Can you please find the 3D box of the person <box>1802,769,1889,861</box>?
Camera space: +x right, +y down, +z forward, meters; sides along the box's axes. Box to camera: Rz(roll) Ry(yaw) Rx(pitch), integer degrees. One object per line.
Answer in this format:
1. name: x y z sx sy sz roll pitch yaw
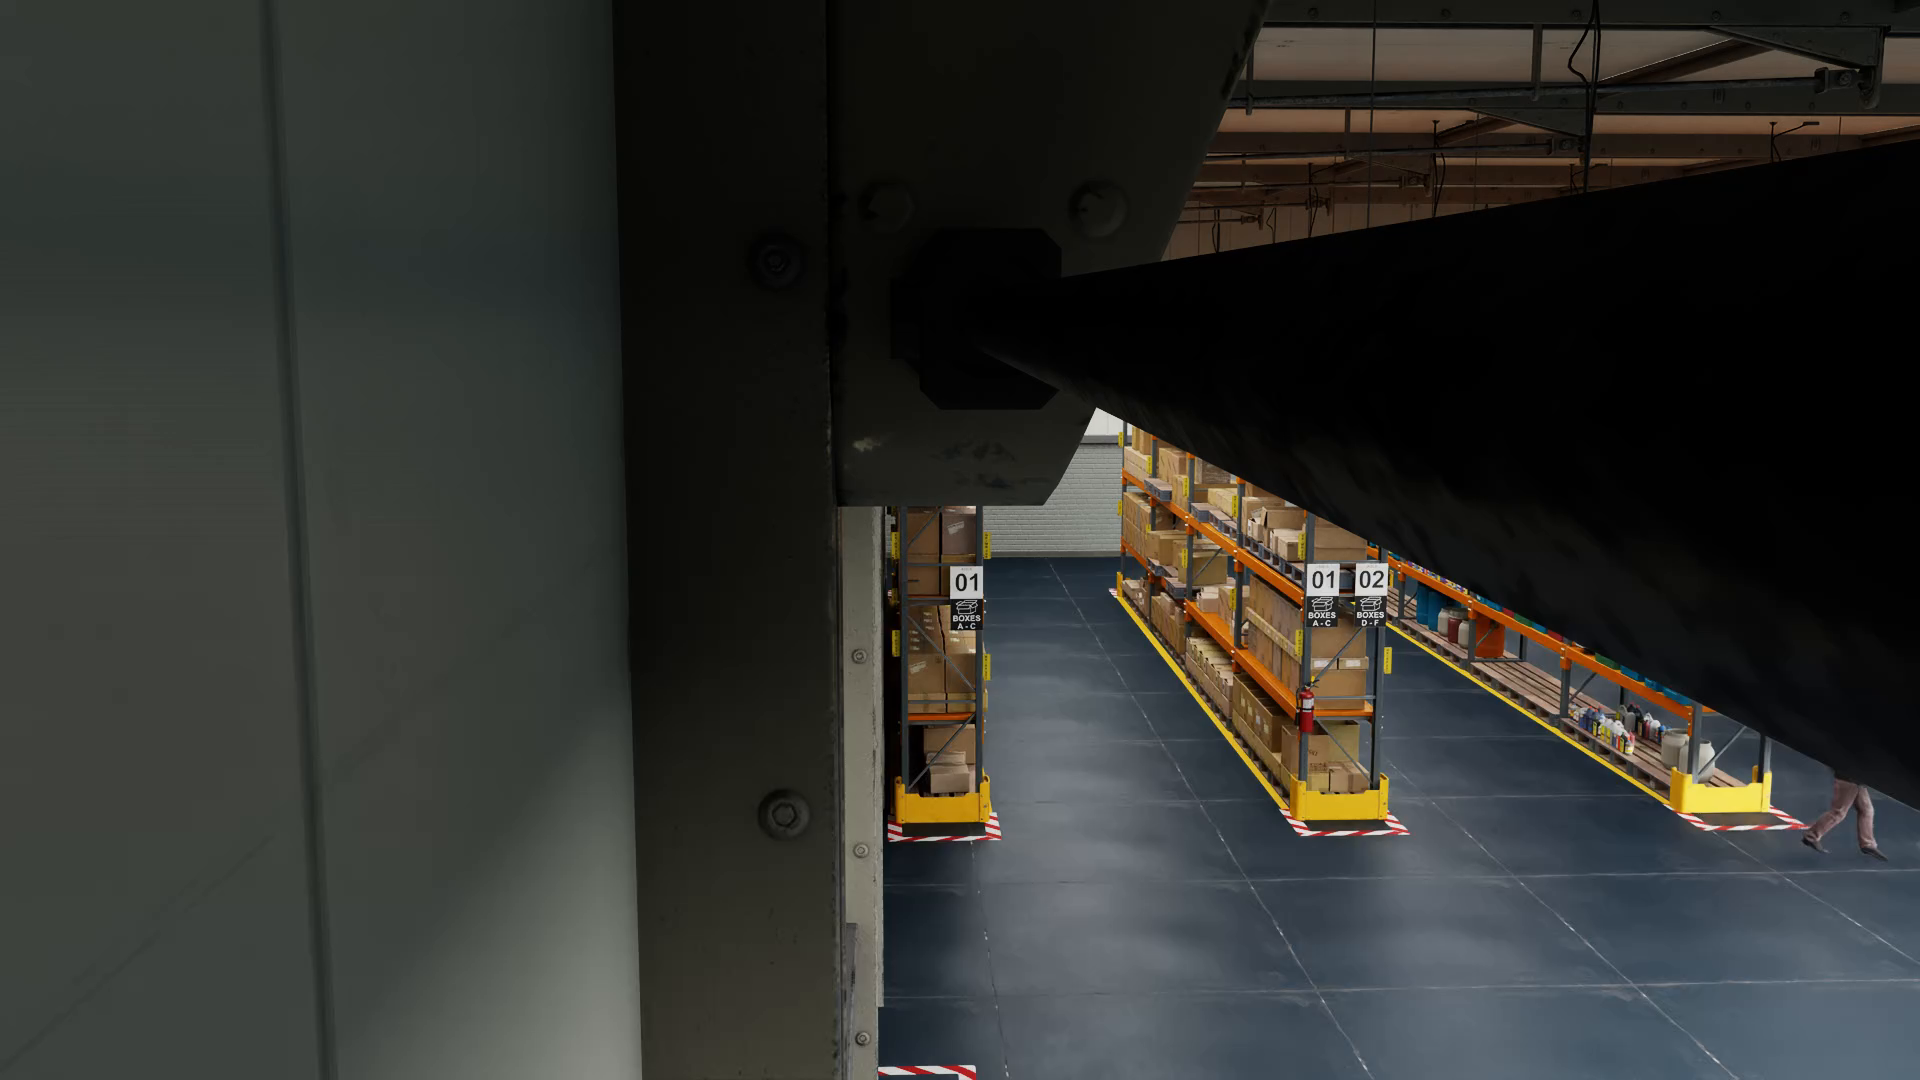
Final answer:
1. person: 10.182 2.793 19.023 0.895 1.745 0.656 4 9 28
